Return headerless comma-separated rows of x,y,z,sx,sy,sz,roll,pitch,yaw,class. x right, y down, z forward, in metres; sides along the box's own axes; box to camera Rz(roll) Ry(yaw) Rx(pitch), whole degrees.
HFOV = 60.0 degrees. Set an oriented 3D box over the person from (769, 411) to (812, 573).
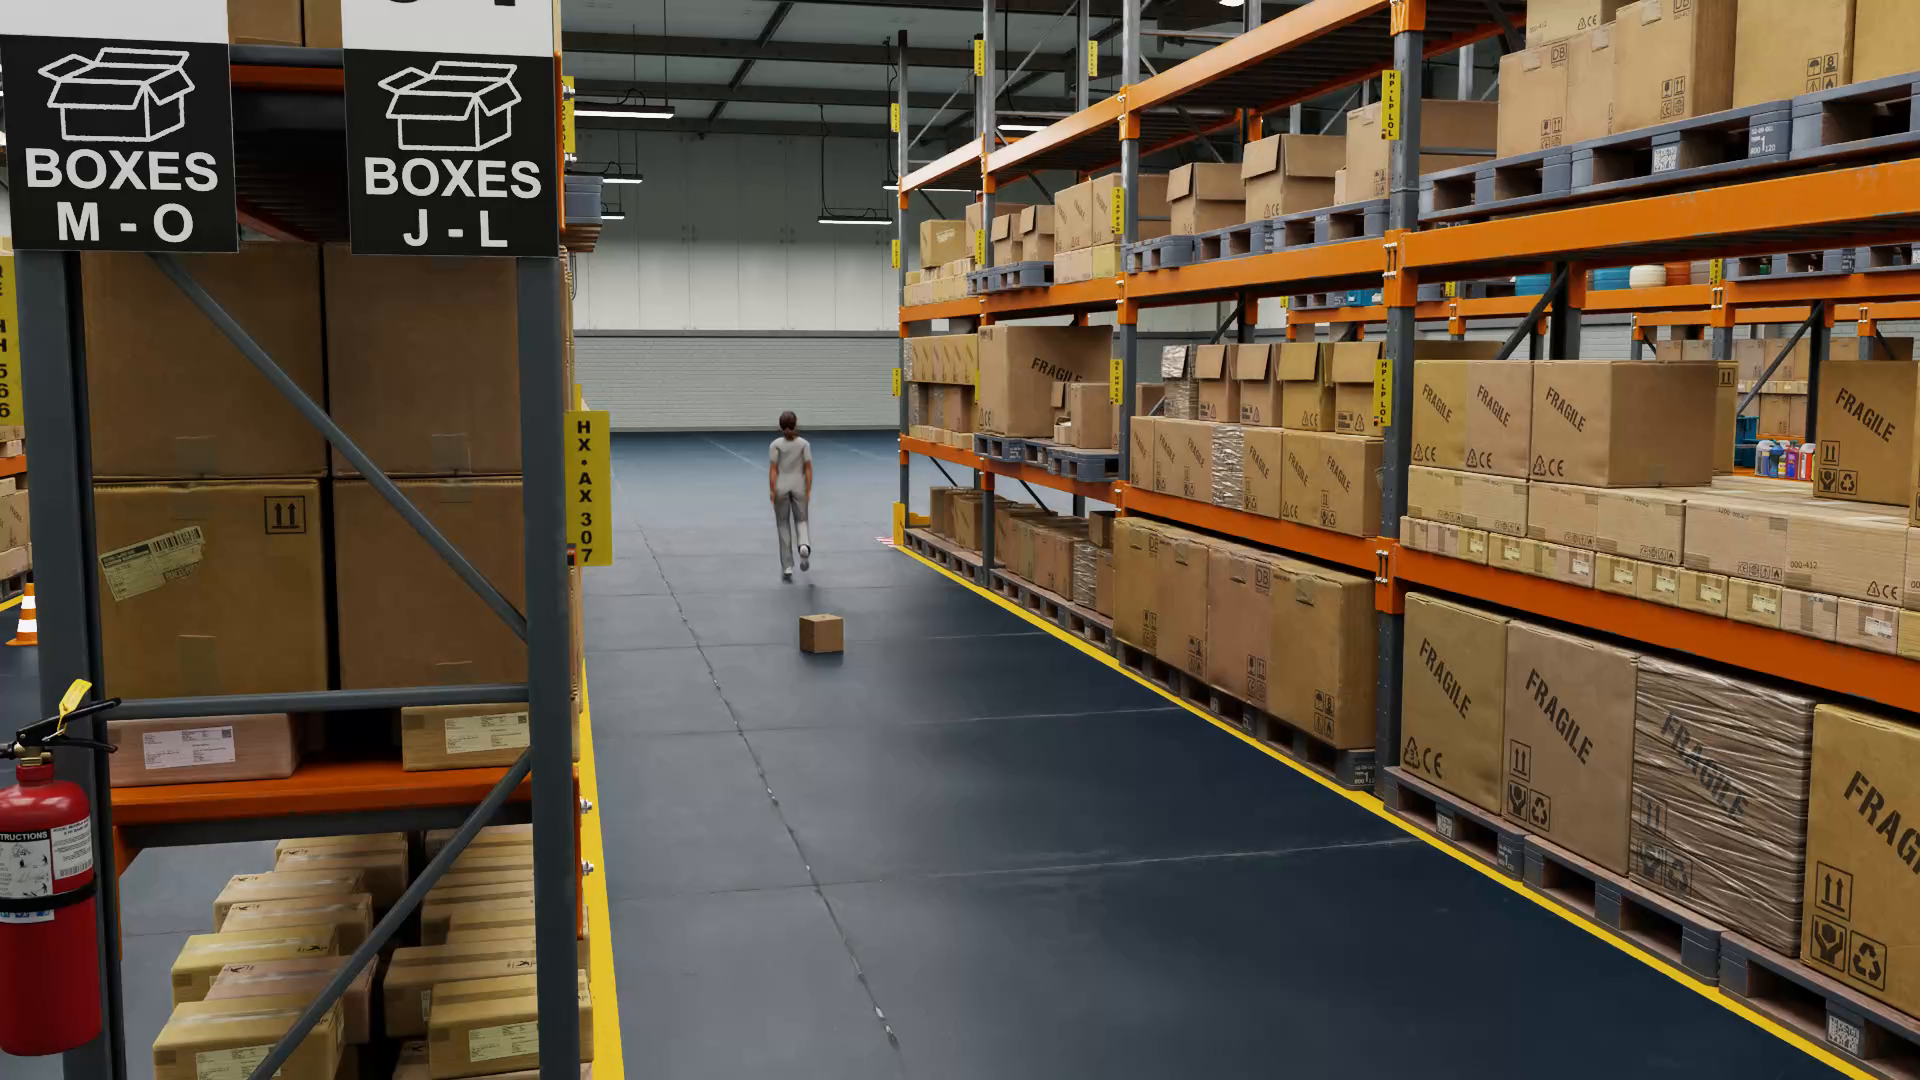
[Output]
-1.716,-0.468,16.882,0.442,1.643,0.572,-2,6,-15,person
